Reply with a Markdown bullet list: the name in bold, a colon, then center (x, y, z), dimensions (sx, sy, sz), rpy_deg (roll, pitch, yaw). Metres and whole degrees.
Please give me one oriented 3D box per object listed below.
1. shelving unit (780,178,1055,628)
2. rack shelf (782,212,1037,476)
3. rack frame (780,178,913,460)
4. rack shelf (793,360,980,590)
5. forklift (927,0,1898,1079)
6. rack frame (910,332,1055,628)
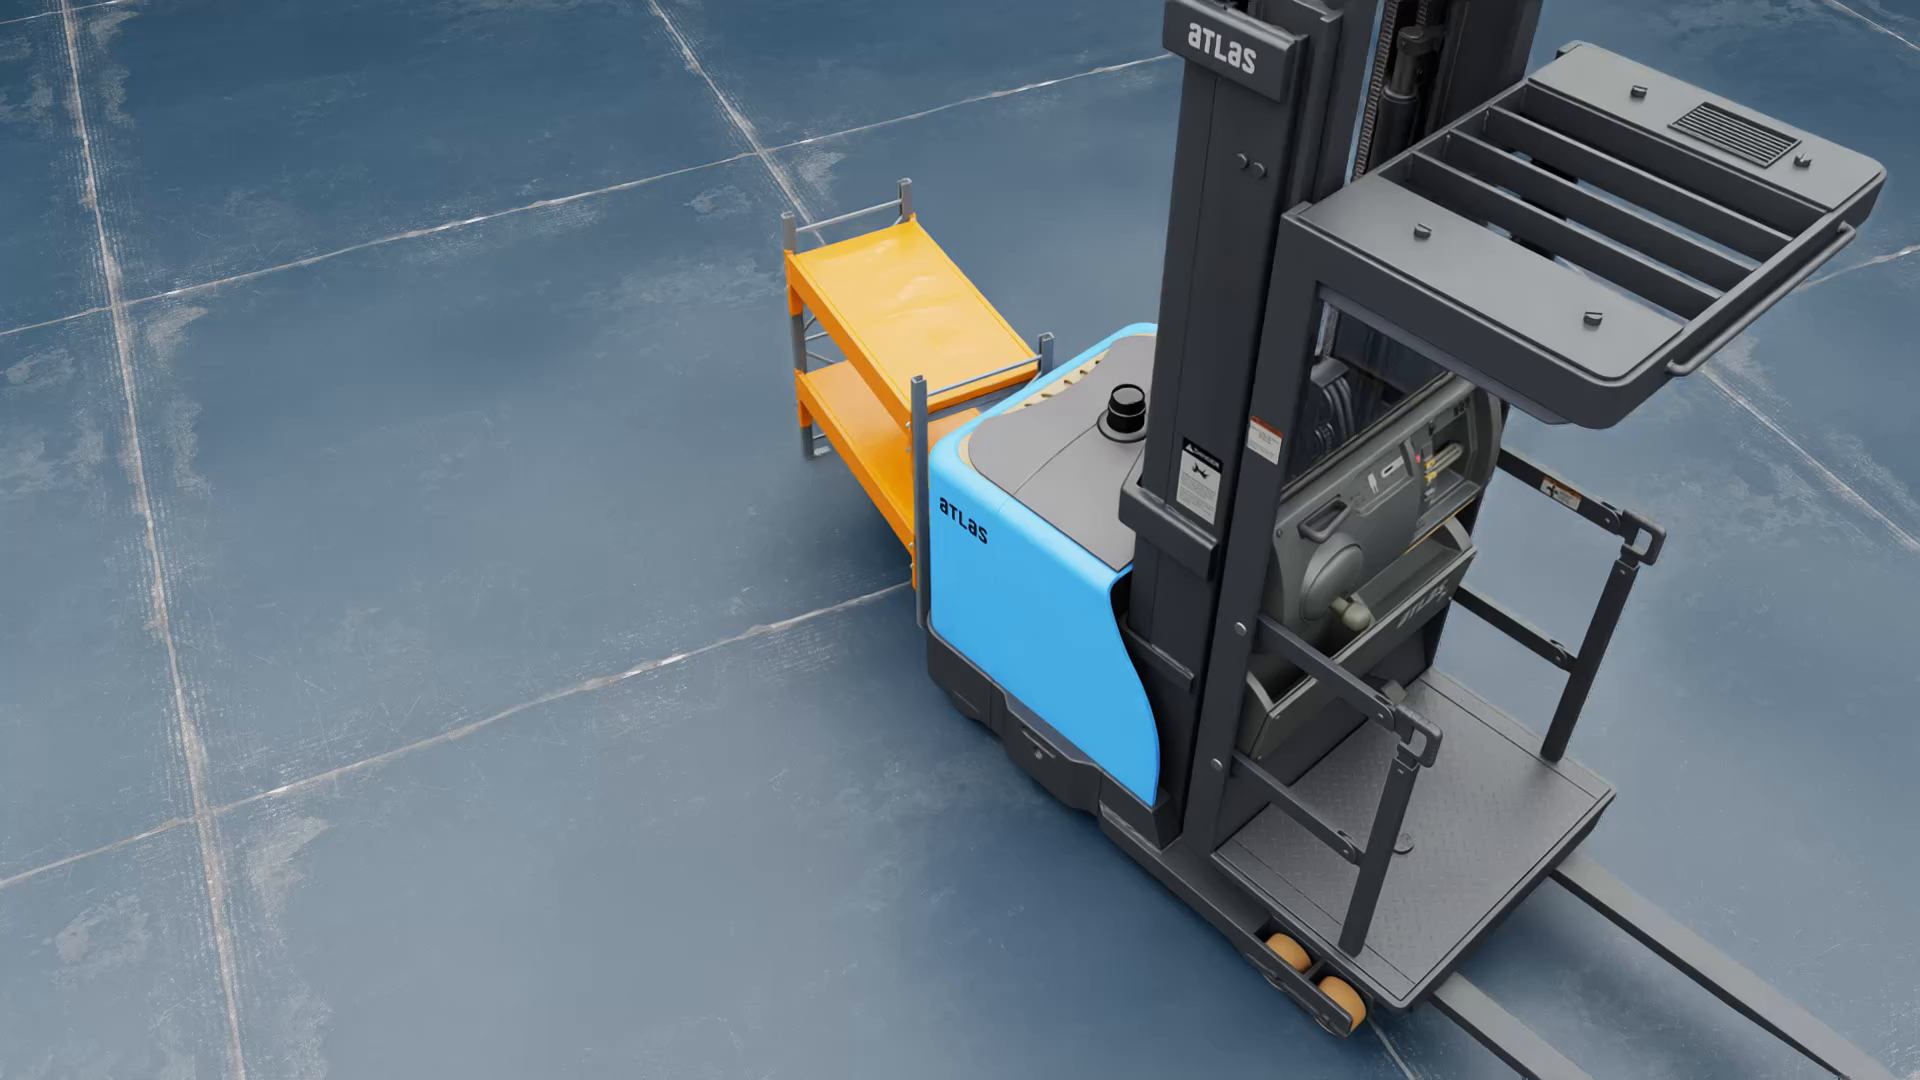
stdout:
- **shelving unit**: center (-0.163, -0.492, 5.947), dimensions (0.538, 1.125, 1.048), rpy_deg (-20, 48, -19)
- **rack shelf**: center (-0.163, -0.700, 5.742), dimensions (0.538, 0.278, 1.000), rpy_deg (-20, 48, -19)
- **rack frame**: center (-0.399, -0.808, 6.268), dimensions (0.500, 1.125, 0.032), rpy_deg (-20, 48, -19)
- **rack shelf**: center (-0.163, -0.317, 6.119), dimensions (0.538, 0.278, 1.000), rpy_deg (-20, 48, -19)
- **forklift**: center (1.258, -0.030, 4.194), dimensions (1.130, 2.935, 3.031), rpy_deg (-33, 53, -29)
- **rack frame**: center (0.074, -0.175, 5.627), dimensions (0.500, 1.125, 0.032), rpy_deg (-20, 48, -19)
